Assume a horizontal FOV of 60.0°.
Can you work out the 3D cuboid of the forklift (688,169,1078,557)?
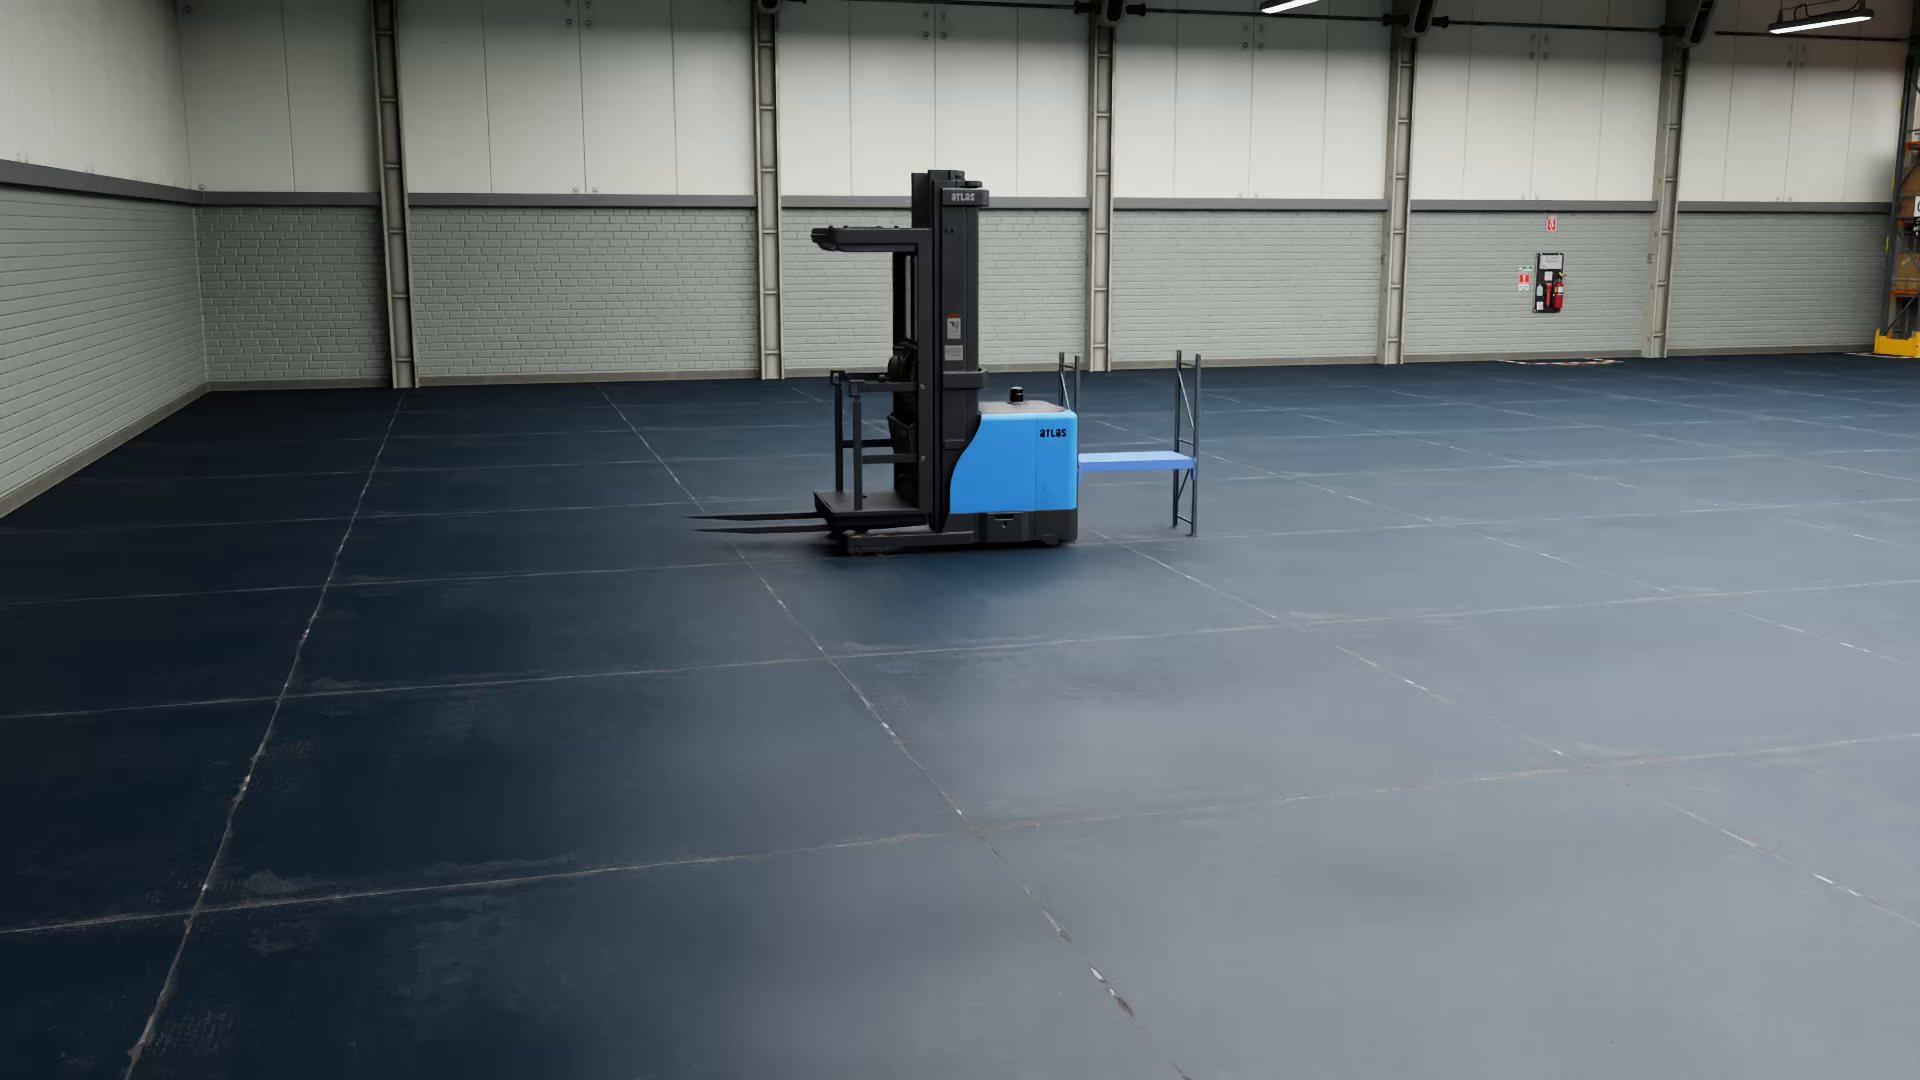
[{"bbox_3d":[-0.632,-1.416,13.144,3.031,2.935,1.130,-2,11,-12],"label":"forklift"}]

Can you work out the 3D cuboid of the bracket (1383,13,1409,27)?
[{"bbox_3d":[7.970,-9.512,30.418,0.430,0.232,0.235,-3,11,-16],"label":"bracket"}]

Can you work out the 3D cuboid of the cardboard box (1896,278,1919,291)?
[{"bbox_3d":[19.756,-5.289,34.350,0.500,0.250,0.500,-3,11,-15],"label":"cardboard box"}]

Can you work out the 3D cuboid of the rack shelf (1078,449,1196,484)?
[{"bbox_3d":[1.381,-0.610,13.709,1.000,0.185,0.538,-2,11,-12],"label":"rack shelf"}]

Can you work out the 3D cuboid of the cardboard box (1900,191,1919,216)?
[{"bbox_3d":[19.691,-6.895,34.098,0.500,0.500,0.500,-2,11,-12],"label":"cardboard box"}]

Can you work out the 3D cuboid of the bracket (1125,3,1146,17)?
[{"bbox_3d":[3.006,-9.250,28.997,0.430,0.232,0.235,-3,11,-16],"label":"bracket"}]

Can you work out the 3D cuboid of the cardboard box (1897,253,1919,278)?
[{"bbox_3d":[19.754,-5.661,34.300,0.500,0.500,0.500,-3,11,-17],"label":"cardboard box"}]

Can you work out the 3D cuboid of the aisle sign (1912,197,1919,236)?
[{"bbox_3d":[19.376,-6.518,33.488,0.004,0.787,0.394,-3,11,-16],"label":"aisle sign"}]

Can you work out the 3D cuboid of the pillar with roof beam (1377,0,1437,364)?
[{"bbox_3d":[9.473,-7.076,27.129,0.548,9.000,9.100,-3,11,-16],"label":"pillar with roof beam"}]

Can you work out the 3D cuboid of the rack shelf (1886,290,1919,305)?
[{"bbox_3d":[21.281,-5.043,34.641,4.000,0.370,1.077,-3,11,-16],"label":"rack shelf"}]

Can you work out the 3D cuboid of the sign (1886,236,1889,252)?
[{"bbox_3d":[19.225,-6.118,34.422,0.005,0.325,0.100,-3,11,-16],"label":"sign"}]

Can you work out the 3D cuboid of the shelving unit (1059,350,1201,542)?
[{"bbox_3d":[1.381,-0.787,13.677,1.048,1.500,0.538,-2,11,-12],"label":"shelving unit"}]

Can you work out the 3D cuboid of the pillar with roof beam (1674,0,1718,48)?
[{"bbox_3d":[15.287,-10.303,28.053,0.548,2.987,8.718,-3,11,-16],"label":"pillar with roof beam"}]

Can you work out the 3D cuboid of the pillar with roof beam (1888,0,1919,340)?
[{"bbox_3d":[20.995,-7.683,30.427,0.548,9.000,9.100,-3,11,-16],"label":"pillar with roof beam"}]

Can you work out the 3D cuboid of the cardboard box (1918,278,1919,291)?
[{"bbox_3d":[19.918,-5.201,33.872,0.500,0.250,0.500,-3,11,-18],"label":"cardboard box"}]

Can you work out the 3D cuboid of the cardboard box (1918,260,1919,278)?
[{"bbox_3d":[19.903,-5.572,33.818,0.500,0.500,0.500,-3,11,-16],"label":"cardboard box"}]

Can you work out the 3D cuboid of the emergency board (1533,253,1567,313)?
[{"bbox_3d":[11.647,-5.059,32.743,0.643,1.169,0.194,-3,11,-16],"label":"emergency board"}]

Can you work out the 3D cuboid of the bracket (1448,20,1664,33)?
[{"bbox_3d":[11.241,-9.684,31.355,4.783,0.066,0.076,-3,11,-16],"label":"bracket"}]

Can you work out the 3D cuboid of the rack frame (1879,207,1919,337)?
[{"bbox_3d":[19.361,-5.295,34.026,0.127,3.000,1.000,-3,11,-16],"label":"rack frame"}]

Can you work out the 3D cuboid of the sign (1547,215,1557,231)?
[{"bbox_3d":[11.611,-6.216,32.625,0.199,0.298,0.001,-3,11,-16],"label":"sign"}]

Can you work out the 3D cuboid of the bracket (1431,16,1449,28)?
[{"bbox_3d":[8.767,-9.554,30.647,0.430,0.232,0.235,-3,11,-16],"label":"bracket"}]

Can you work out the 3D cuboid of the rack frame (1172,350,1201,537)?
[{"bbox_3d":[1.877,-0.806,13.785,0.032,1.500,0.500,-2,11,-12],"label":"rack frame"}]

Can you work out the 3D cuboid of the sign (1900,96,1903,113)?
[{"bbox_3d":[19.225,-8.881,33.914,0.005,0.325,0.100,-3,11,-16],"label":"sign"}]

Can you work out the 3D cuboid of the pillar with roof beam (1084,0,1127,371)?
[{"bbox_3d":[3.712,-6.772,25.479,0.548,9.000,9.100,-3,11,-16],"label":"pillar with roof beam"}]

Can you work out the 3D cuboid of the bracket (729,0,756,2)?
[{"bbox_3d":[-3.551,-8.905,27.120,0.430,0.232,0.235,-3,11,-16],"label":"bracket"}]

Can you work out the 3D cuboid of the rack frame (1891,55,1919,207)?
[{"bbox_3d":[19.361,-8.246,33.483,0.127,3.000,1.000,-3,11,-16],"label":"rack frame"}]

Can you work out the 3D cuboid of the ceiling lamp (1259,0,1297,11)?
[{"bbox_3d":[4.830,-9.599,24.596,0.800,3.144,2.000,-3,11,-16],"label":"ceiling lamp"}]

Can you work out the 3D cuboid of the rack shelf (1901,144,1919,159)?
[{"bbox_3d":[21.281,-7.992,34.098,4.000,0.370,1.077,-3,11,-16],"label":"rack shelf"}]

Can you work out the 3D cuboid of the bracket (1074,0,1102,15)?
[{"bbox_3d":[2.209,-9.208,28.769,0.430,0.232,0.235,-3,11,-16],"label":"bracket"}]

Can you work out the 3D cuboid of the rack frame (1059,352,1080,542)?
[{"bbox_3d":[0.884,-0.767,13.569,0.032,1.500,0.500,-2,11,-12],"label":"rack frame"}]

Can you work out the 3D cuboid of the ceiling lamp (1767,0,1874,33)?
[{"bbox_3d":[14.000,-10.062,27.225,0.800,3.185,2.000,-3,11,-16],"label":"ceiling lamp"}]

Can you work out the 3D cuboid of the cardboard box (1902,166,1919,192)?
[{"bbox_3d":[19.702,-7.389,34.019,0.500,0.500,0.500,-3,11,-13],"label":"cardboard box"}]

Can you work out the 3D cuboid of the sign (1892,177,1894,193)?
[{"bbox_3d":[19.225,-7.304,34.204,0.005,0.325,0.100,-3,11,-16],"label":"sign"}]

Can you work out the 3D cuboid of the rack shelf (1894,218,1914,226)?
[{"bbox_3d":[21.281,-6.518,34.370,4.000,0.370,1.077,-3,11,-16],"label":"rack shelf"}]

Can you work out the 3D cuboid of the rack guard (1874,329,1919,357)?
[{"bbox_3d":[19.434,-4.070,34.273,0.348,0.500,1.175,-3,11,-16],"label":"rack guard"}]

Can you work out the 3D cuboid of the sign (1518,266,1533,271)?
[{"bbox_3d":[11.094,-5.326,32.630,0.331,0.109,0.001,-3,11,-16],"label":"sign"}]

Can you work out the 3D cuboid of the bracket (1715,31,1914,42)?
[{"bbox_3d":[17.002,-9.988,33.004,4.783,0.066,0.076,-3,11,-16],"label":"bracket"}]

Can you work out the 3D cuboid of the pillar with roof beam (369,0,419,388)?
[{"bbox_3d":[-7.810,-6.165,22.181,0.548,9.000,9.100,-3,11,-16],"label":"pillar with roof beam"}]

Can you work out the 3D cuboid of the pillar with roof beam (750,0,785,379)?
[{"bbox_3d":[-2.049,-6.469,23.830,0.548,9.000,9.100,-3,11,-16],"label":"pillar with roof beam"}]
